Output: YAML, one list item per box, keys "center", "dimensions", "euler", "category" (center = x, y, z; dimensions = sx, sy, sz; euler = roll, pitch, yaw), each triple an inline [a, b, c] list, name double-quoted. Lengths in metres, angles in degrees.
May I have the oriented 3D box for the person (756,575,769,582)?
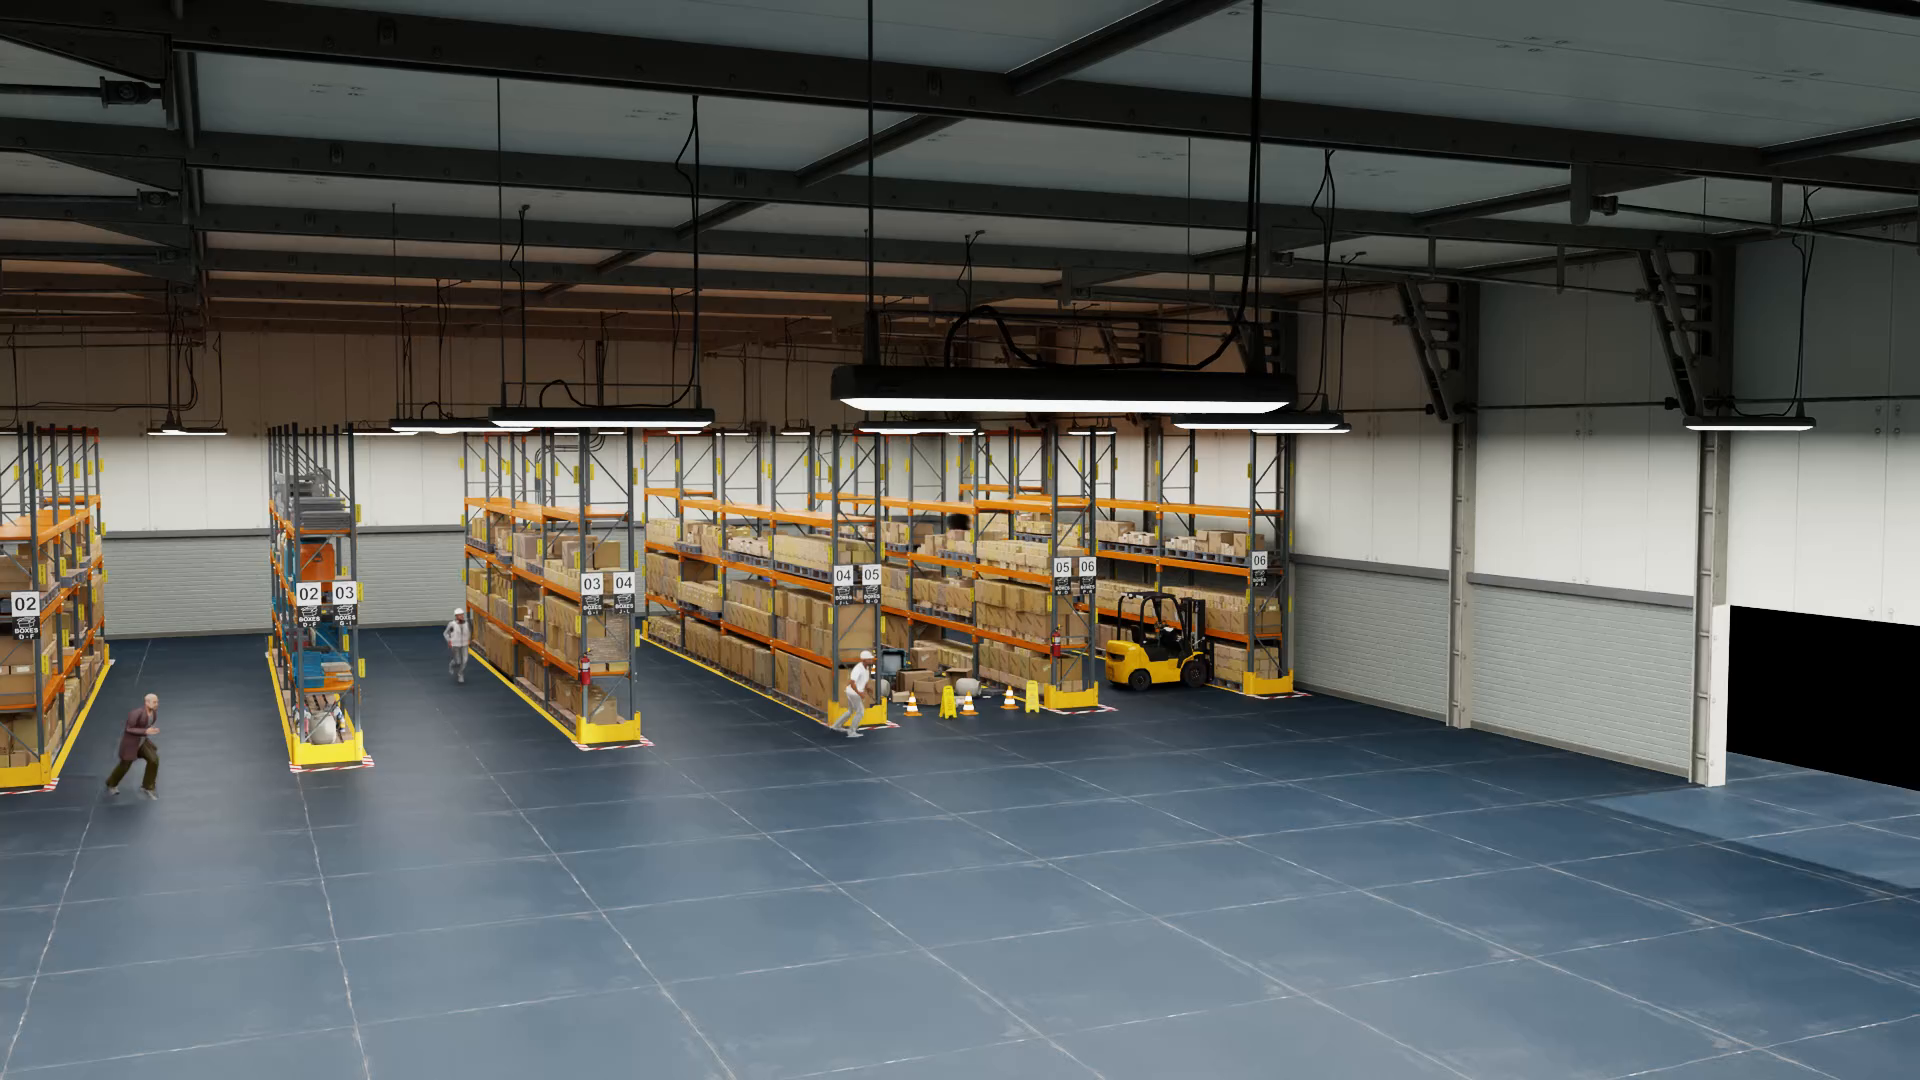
- center: [-6.199, 1.731, 52.707]
  dimensions: [0.554, 1.585, 0.734]
  euler: [2, 4, 25]
  category: "person"

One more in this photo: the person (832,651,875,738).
- center: [-2.045, 2.946, 31.811]
  dimensions: [0.865, 1.673, 0.676]
  euler: [0, 3, 5]
  category: "person"

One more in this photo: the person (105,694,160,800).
- center: [-13.127, 3.295, 26.419]
  dimensions: [1.069, 1.743, 0.743]
  euler: [1, 4, 13]
  category: "person"

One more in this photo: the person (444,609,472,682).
- center: [-11.852, 2.476, 39.286]
  dimensions: [0.674, 1.731, 0.622]
  euler: [-3, 4, -37]
  category: "person"
